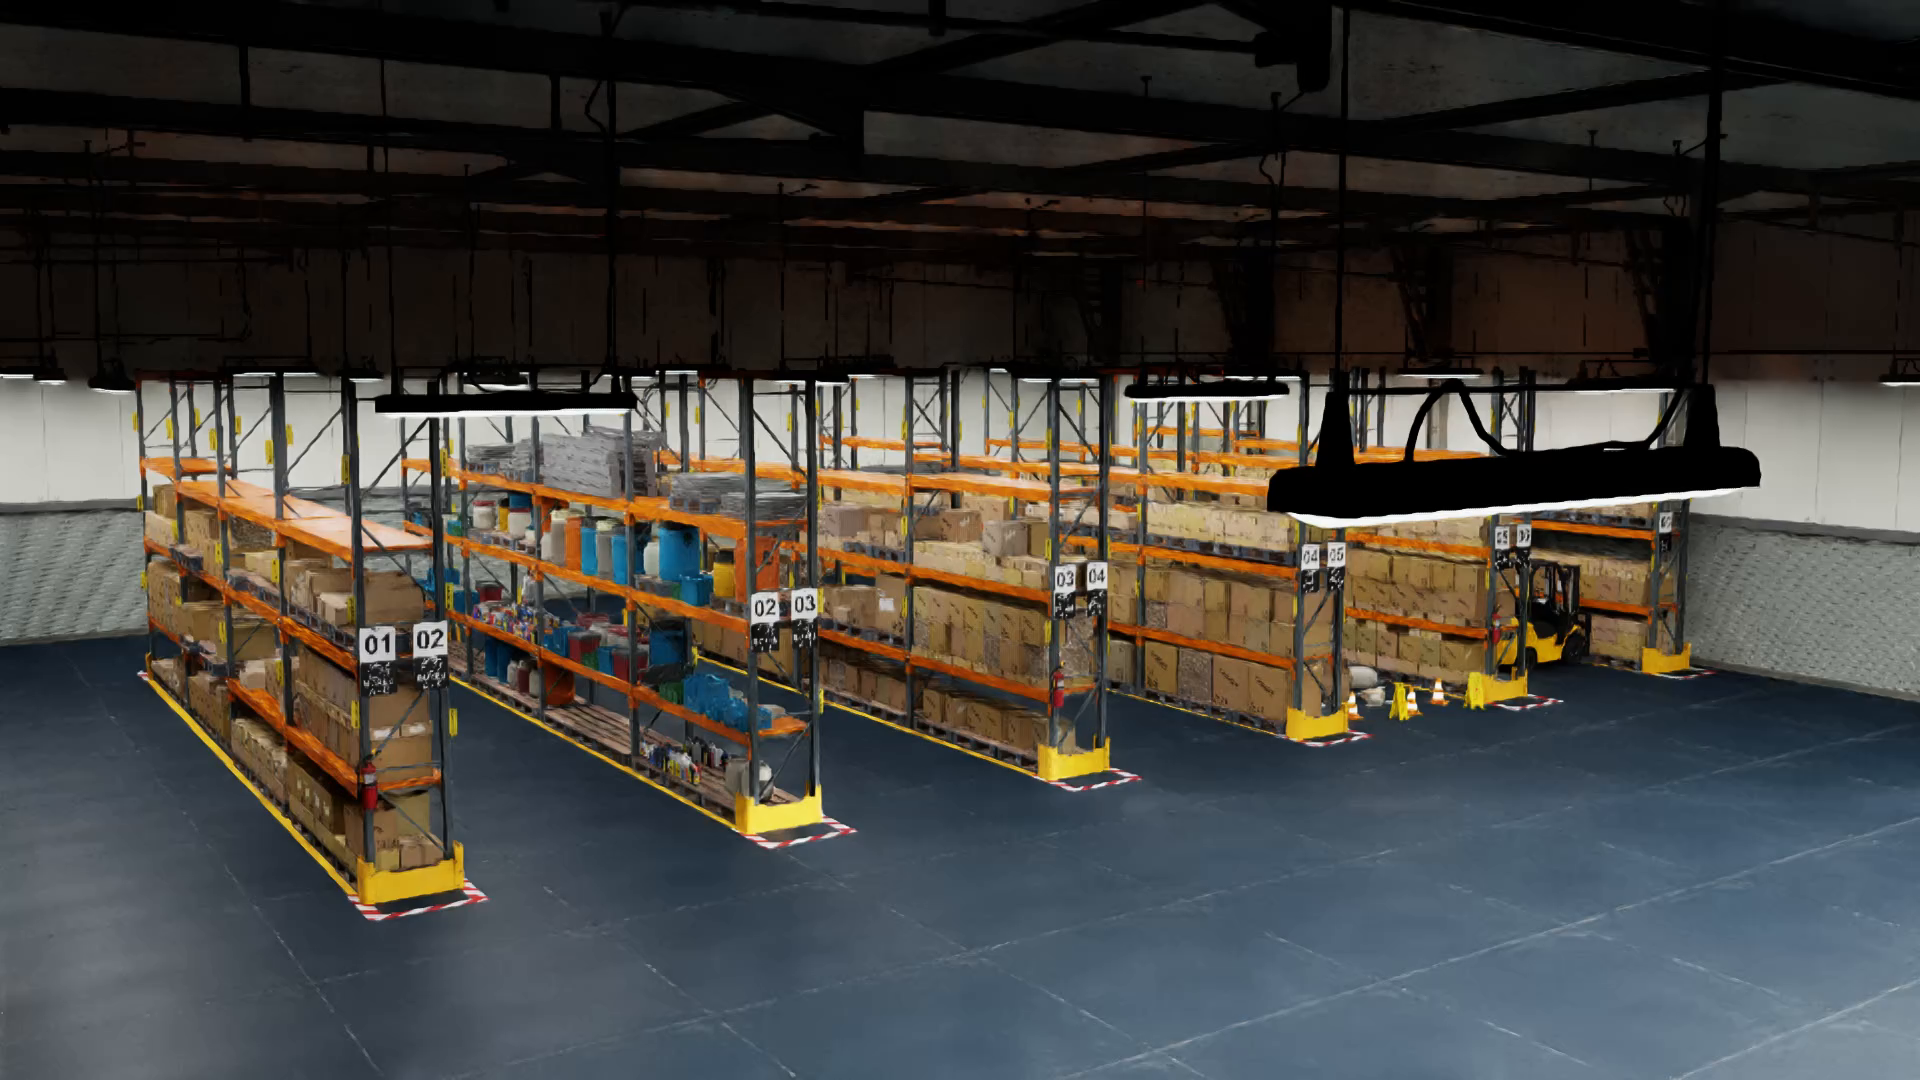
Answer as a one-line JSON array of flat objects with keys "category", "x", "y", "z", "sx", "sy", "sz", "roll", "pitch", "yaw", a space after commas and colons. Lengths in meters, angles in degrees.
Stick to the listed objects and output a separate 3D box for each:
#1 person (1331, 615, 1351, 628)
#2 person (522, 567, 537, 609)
[{"category": "person", "x": 8.700, "y": 1.155, "z": 37.903, "sx": 0.594, "sy": 1.782, "sz": 0.678, "roll": -1, "pitch": 7, "yaw": -9}, {"category": "person", "x": -9.712, "y": 1.329, "z": 37.673, "sx": 0.418, "sy": 1.475, "sz": 1.035, "roll": -4, "pitch": 8, "yaw": -32}]
